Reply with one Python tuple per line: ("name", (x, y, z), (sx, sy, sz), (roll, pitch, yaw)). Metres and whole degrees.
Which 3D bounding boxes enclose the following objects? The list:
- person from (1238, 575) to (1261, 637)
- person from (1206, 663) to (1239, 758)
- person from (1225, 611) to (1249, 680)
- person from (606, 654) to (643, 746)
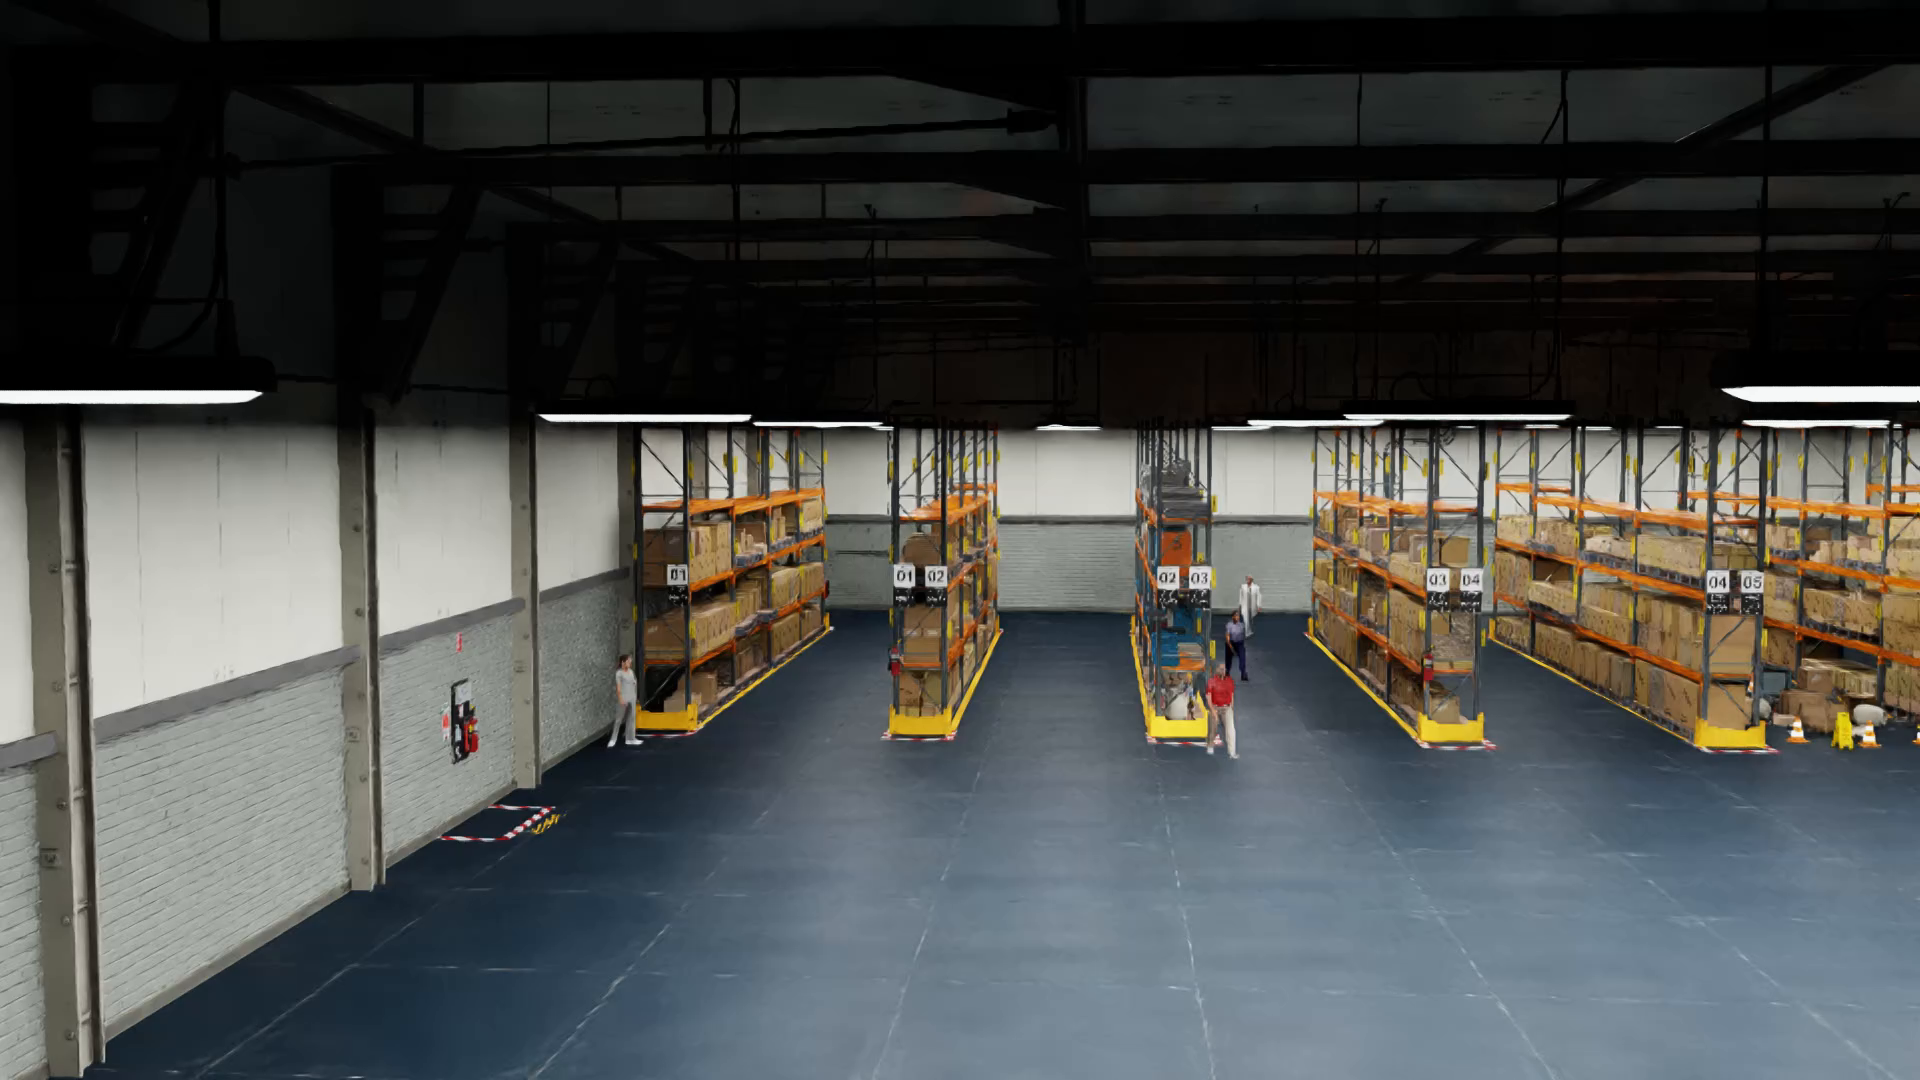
("person", (8.085, 1.832, 46.354), (0.603, 1.725, 1.110), (0, 4, 4))
("person", (4.566, 2.972, 29.168), (0.536, 1.659, 1.037), (0, 4, -4))
("person", (6.335, 2.424, 38.326), (0.477, 1.567, 0.999), (0, 4, -4))
("person", (-6.148, 2.907, 30.274), (0.423, 1.672, 0.647), (2, 4, 33))
